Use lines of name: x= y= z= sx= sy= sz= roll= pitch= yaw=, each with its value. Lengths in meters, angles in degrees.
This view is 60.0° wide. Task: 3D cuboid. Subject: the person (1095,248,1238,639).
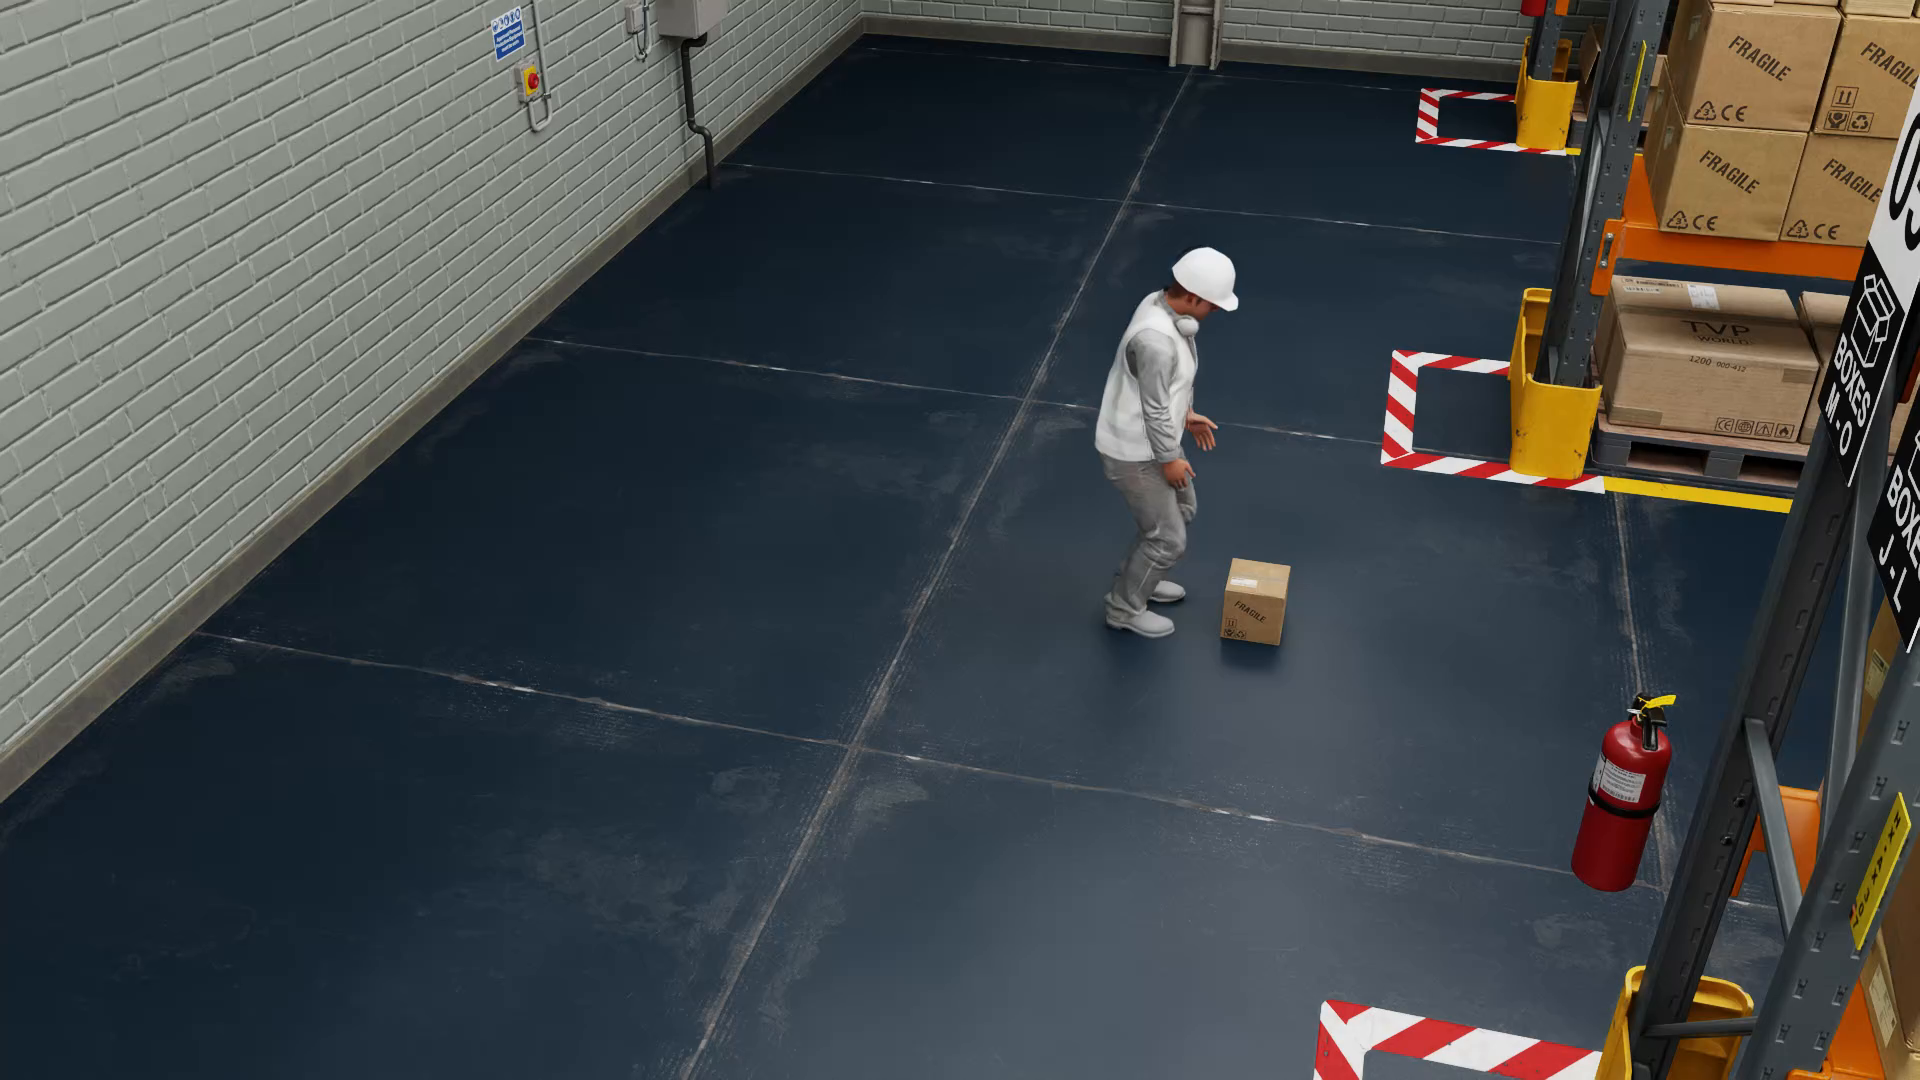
person: x=0.829 y=-0.418 z=6.849 sx=0.516 sy=1.695 sz=0.567 roll=9 pitch=34 yaw=14
